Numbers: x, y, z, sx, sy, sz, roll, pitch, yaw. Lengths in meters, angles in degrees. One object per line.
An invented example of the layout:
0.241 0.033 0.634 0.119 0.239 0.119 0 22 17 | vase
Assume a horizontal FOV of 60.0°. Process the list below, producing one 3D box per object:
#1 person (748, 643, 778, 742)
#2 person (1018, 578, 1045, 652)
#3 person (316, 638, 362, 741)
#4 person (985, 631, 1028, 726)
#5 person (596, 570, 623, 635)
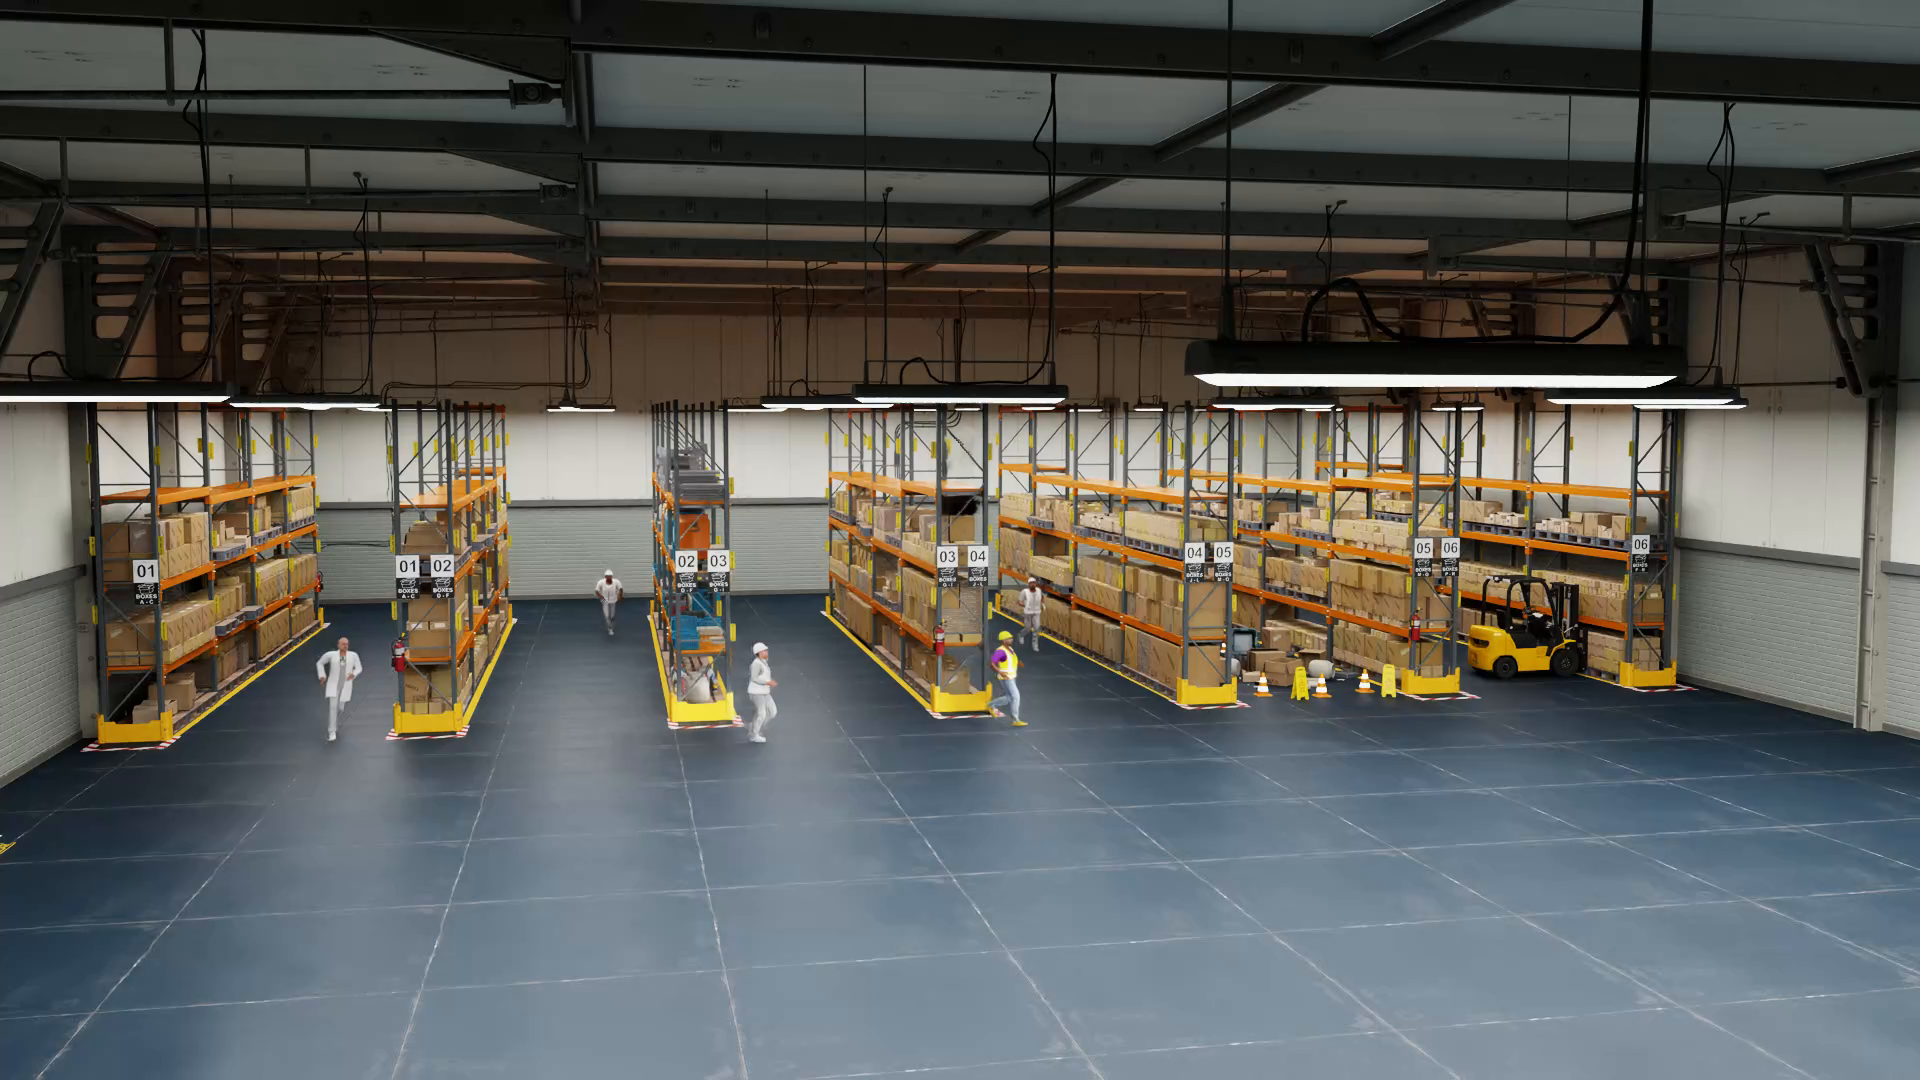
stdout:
-3.436 2.661 29.047 0.586 1.738 0.642 1 4 11 | person
1.748 1.797 40.452 0.691 1.782 0.904 -1 4 -15 | person
-11.057 2.623 29.665 0.748 1.769 0.970 -3 5 -31 | person
0.862 2.547 30.619 0.829 1.741 0.715 2 5 21 | person
-9.129 1.620 43.282 0.686 1.703 0.752 -1 4 -10 | person
